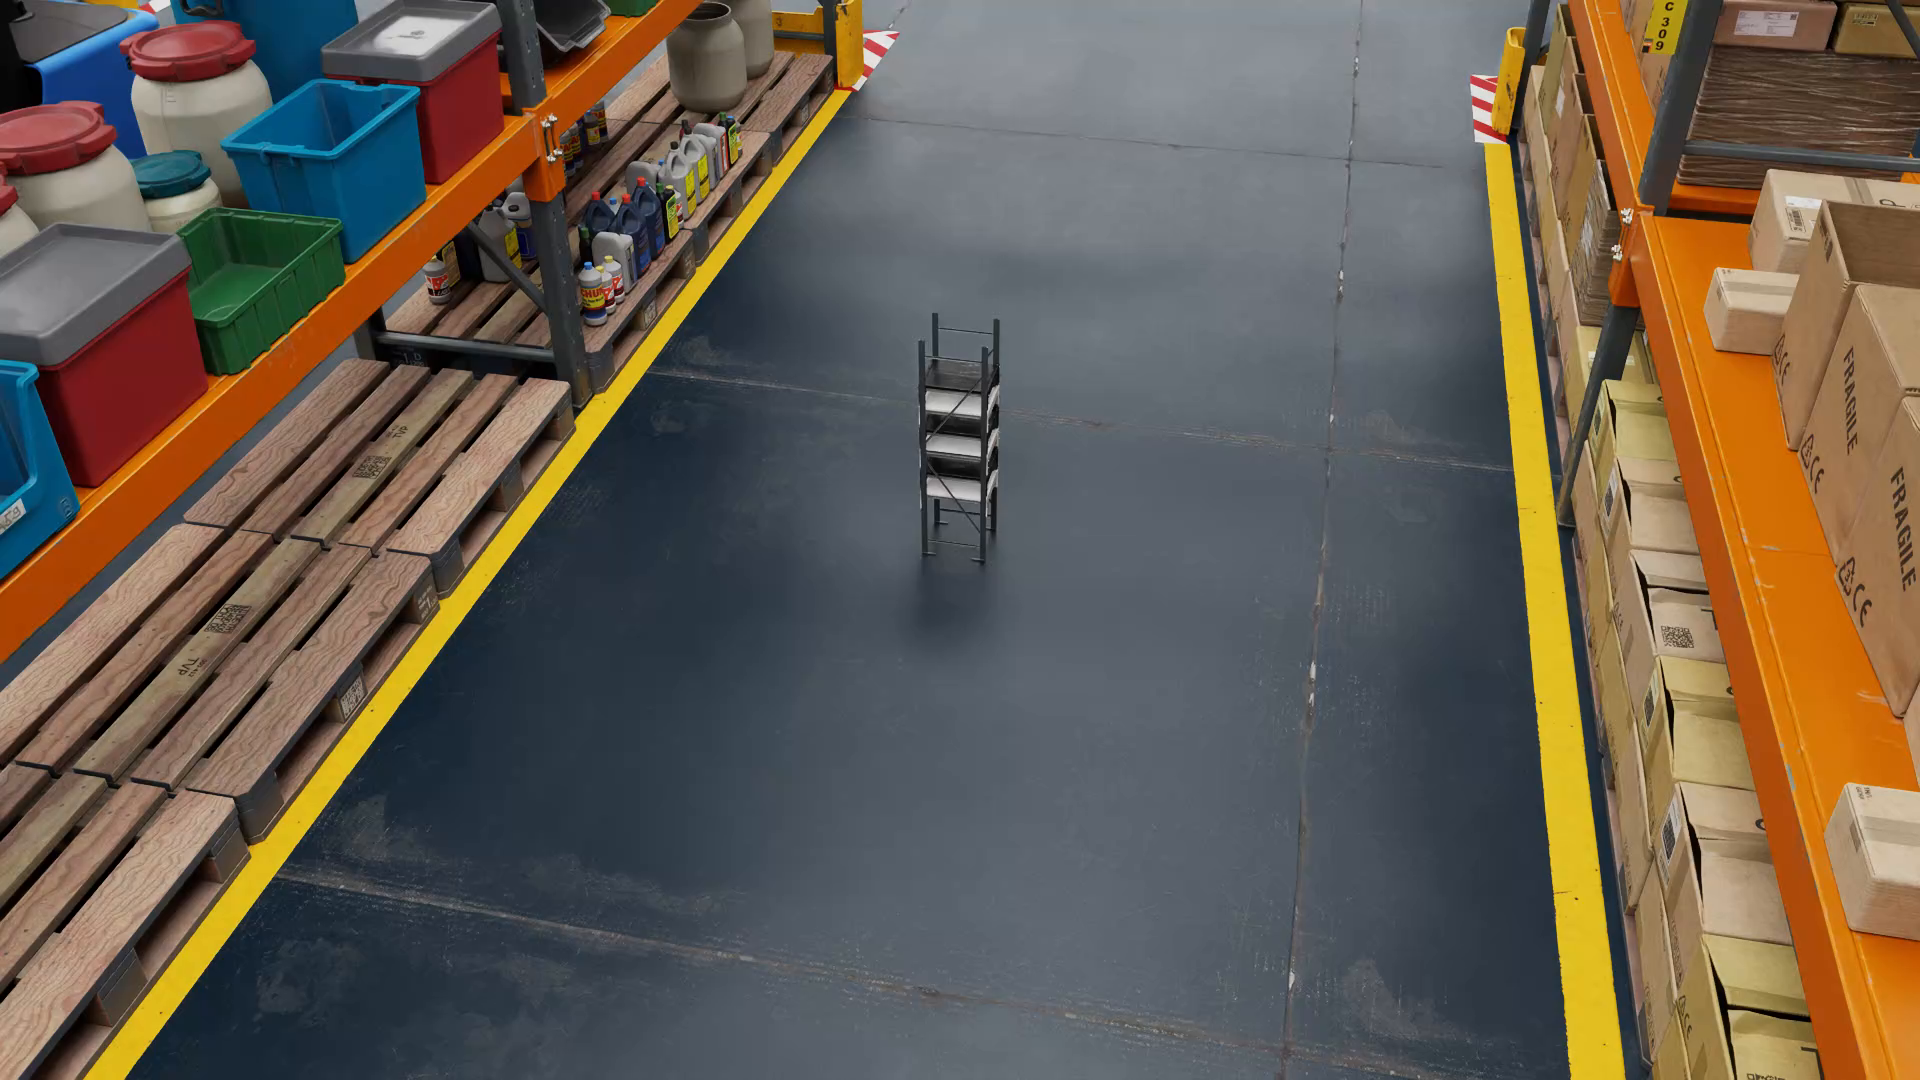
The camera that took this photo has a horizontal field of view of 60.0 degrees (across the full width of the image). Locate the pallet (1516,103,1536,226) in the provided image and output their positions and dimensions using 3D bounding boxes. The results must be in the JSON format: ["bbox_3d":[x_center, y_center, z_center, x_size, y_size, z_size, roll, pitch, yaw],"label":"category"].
[{"bbox_3d":[3.502,-1.955,8.767,1.003,0.211,1.213,7,37,10],"label":"pallet"}]

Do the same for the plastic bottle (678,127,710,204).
[{"bbox_3d":[-1.319,-1.832,8.105,0.144,0.351,0.185,9,37,12],"label":"plastic bottle"}]

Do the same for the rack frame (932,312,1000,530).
[{"bbox_3d":[0.020,-0.418,6.060,0.240,0.900,0.006,7,37,10],"label":"rack frame"}]

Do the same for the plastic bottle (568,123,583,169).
[{"bbox_3d":[-1.979,-2.027,8.441,0.097,0.271,0.097,0,36,0],"label":"plastic bottle"}]

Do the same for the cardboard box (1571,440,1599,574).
[{"bbox_3d":[2.442,-0.091,5.805,0.500,0.250,0.500,6,36,9],"label":"cardboard box"}]

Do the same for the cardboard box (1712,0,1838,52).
[{"bbox_3d":[2.619,-1.720,5.430,0.380,0.149,0.250,7,37,10],"label":"cardboard box"}]

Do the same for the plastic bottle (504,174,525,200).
[{"bbox_3d":[-2.102,-1.664,7.872,0.144,0.351,0.185,7,37,10],"label":"plastic bottle"}]

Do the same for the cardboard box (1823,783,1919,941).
[{"bbox_3d":[1.838,0.610,3.066,0.380,0.149,0.250,7,37,10],"label":"cardboard box"}]

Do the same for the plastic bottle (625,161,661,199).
[{"bbox_3d":[-1.509,-1.700,7.985,0.152,0.276,0.135,7,37,10],"label":"plastic bottle"}]

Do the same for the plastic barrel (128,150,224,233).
[{"bbox_3d":[-2.501,-1.062,5.277,0.301,0.262,0.301,0,36,0],"label":"plastic barrel"}]

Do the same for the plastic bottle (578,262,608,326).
[{"bbox_3d":[-1.572,-1.059,7.105,0.097,0.271,0.097,0,36,0],"label":"plastic bottle"}]

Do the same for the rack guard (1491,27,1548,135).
[{"bbox_3d":[3.630,-2.529,9.314,1.175,0.500,0.348,7,37,10],"label":"rack guard"}]

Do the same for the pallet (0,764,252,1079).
[{"bbox_3d":[-2.719,1.125,4.517,1.003,0.211,1.213,7,37,10],"label":"pallet"}]

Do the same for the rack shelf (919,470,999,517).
[{"bbox_3d":[-0.002,-0.187,6.105,0.258,0.077,0.200,7,37,10],"label":"rack shelf"}]

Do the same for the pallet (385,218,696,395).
[{"bbox_3d":[-1.884,-1.108,7.599,1.003,0.211,1.213,7,37,10],"label":"pallet"}]

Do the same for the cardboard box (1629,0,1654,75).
[{"bbox_3d":[3.076,-2.120,6.535,0.700,0.500,0.500,8,37,11],"label":"cardboard box"}]

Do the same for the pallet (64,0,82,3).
[{"bbox_3d":[-6.277,-3.138,10.399,1.003,0.211,1.213,7,37,10],"label":"pallet"}]

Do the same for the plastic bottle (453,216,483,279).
[{"bbox_3d":[-2.212,-1.368,7.464,0.144,0.351,0.185,6,36,9],"label":"plastic bottle"}]

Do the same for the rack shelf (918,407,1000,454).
[{"bbox_3d":[-0.002,-0.406,5.946,0.258,0.077,0.200,7,37,10],"label":"rack shelf"}]

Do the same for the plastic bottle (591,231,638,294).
[{"bbox_3d":[-1.529,-1.249,7.364,0.152,0.276,0.135,9,37,12],"label":"plastic bottle"}]

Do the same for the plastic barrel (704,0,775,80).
[{"bbox_3d":[-1.280,-2.927,9.494,0.421,0.512,0.421,0,36,0],"label":"plastic barrel"}]

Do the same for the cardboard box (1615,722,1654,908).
[{"bbox_3d":[2.114,0.791,4.588,0.500,0.250,0.500,8,37,11],"label":"cardboard box"}]

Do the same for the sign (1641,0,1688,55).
[{"bbox_3d":[2.228,-1.686,5.215,0.100,0.325,0.005,7,37,10],"label":"sign"}]

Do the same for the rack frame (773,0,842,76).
[{"bbox_3d":[-1.214,-4.151,9.421,1.000,3.000,0.127,7,37,10],"label":"rack frame"}]

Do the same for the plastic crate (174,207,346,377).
[{"bbox_3d":[-2.164,-0.738,4.893,0.450,0.188,0.662,7,37,10],"label":"plastic crate"}]

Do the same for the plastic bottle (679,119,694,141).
[{"bbox_3d":[-1.362,-1.993,8.384,0.061,0.283,0.133,7,37,10],"label":"plastic bottle"}]

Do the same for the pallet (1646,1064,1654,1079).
[{"bbox_3d":[2.130,1.721,3.696,1.003,0.211,1.213,7,37,10],"label":"pallet"}]

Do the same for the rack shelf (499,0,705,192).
[{"bbox_3d":[-1.641,-2.713,8.050,1.077,0.370,4.000,7,37,10],"label":"rack shelf"}]

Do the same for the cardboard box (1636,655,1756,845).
[{"bbox_3d":[2.112,0.569,4.416,0.500,0.311,0.500,8,37,11],"label":"cardboard box"}]

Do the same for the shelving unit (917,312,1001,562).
[{"bbox_3d":[-0.002,-0.360,5.980,0.258,0.900,0.210,7,37,10],"label":"shelving unit"}]

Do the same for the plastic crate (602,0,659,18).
[{"bbox_3d":[-1.502,-2.515,7.344,0.450,0.188,0.662,7,37,10],"label":"plastic crate"}]

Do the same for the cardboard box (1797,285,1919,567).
[{"bbox_3d":[2.371,-0.248,3.950,0.500,0.500,0.500,7,37,10],"label":"cardboard box"}]

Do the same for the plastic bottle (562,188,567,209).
[{"bbox_3d":[-1.959,-1.716,8.001,0.061,0.283,0.133,7,37,10],"label":"plastic bottle"}]

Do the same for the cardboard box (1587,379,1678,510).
[{"bbox_3d":[2.439,-0.313,5.633,0.500,0.311,0.500,7,37,10],"label":"cardboard box"}]

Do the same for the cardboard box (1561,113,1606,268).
[{"bbox_3d":[2.877,-1.460,7.055,0.500,0.500,0.500,7,37,10],"label":"cardboard box"}]

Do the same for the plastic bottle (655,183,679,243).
[{"bbox_3d":[-1.374,-1.544,7.764,0.061,0.283,0.133,9,37,12],"label":"plastic bottle"}]

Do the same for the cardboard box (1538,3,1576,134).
[{"bbox_3d":[3.188,-2.322,8.243,0.500,0.500,0.500,7,37,10],"label":"cardboard box"}]

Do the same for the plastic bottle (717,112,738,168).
[{"bbox_3d":[-1.185,-2.052,8.465,0.061,0.283,0.133,8,37,11],"label":"plastic bottle"}]

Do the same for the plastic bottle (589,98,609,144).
[{"bbox_3d":[-1.905,-2.224,8.712,0.097,0.271,0.097,0,36,0],"label":"plastic bottle"}]

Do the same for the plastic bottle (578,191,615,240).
[{"bbox_3d":[-1.631,-1.392,7.497,0.144,0.351,0.185,7,37,10],"label":"plastic bottle"}]

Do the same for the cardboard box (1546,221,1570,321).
[{"bbox_3d":[2.865,-1.158,7.277,0.500,0.250,0.500,7,37,10],"label":"cardboard box"}]

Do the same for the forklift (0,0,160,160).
[{"bbox_3d":[-4.727,-2.091,6.637,1.130,2.935,3.031,11,37,14],"label":"forklift"}]

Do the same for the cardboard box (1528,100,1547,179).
[{"bbox_3d":[3.190,-2.018,8.463,0.500,0.250,0.500,7,37,10],"label":"cardboard box"}]
